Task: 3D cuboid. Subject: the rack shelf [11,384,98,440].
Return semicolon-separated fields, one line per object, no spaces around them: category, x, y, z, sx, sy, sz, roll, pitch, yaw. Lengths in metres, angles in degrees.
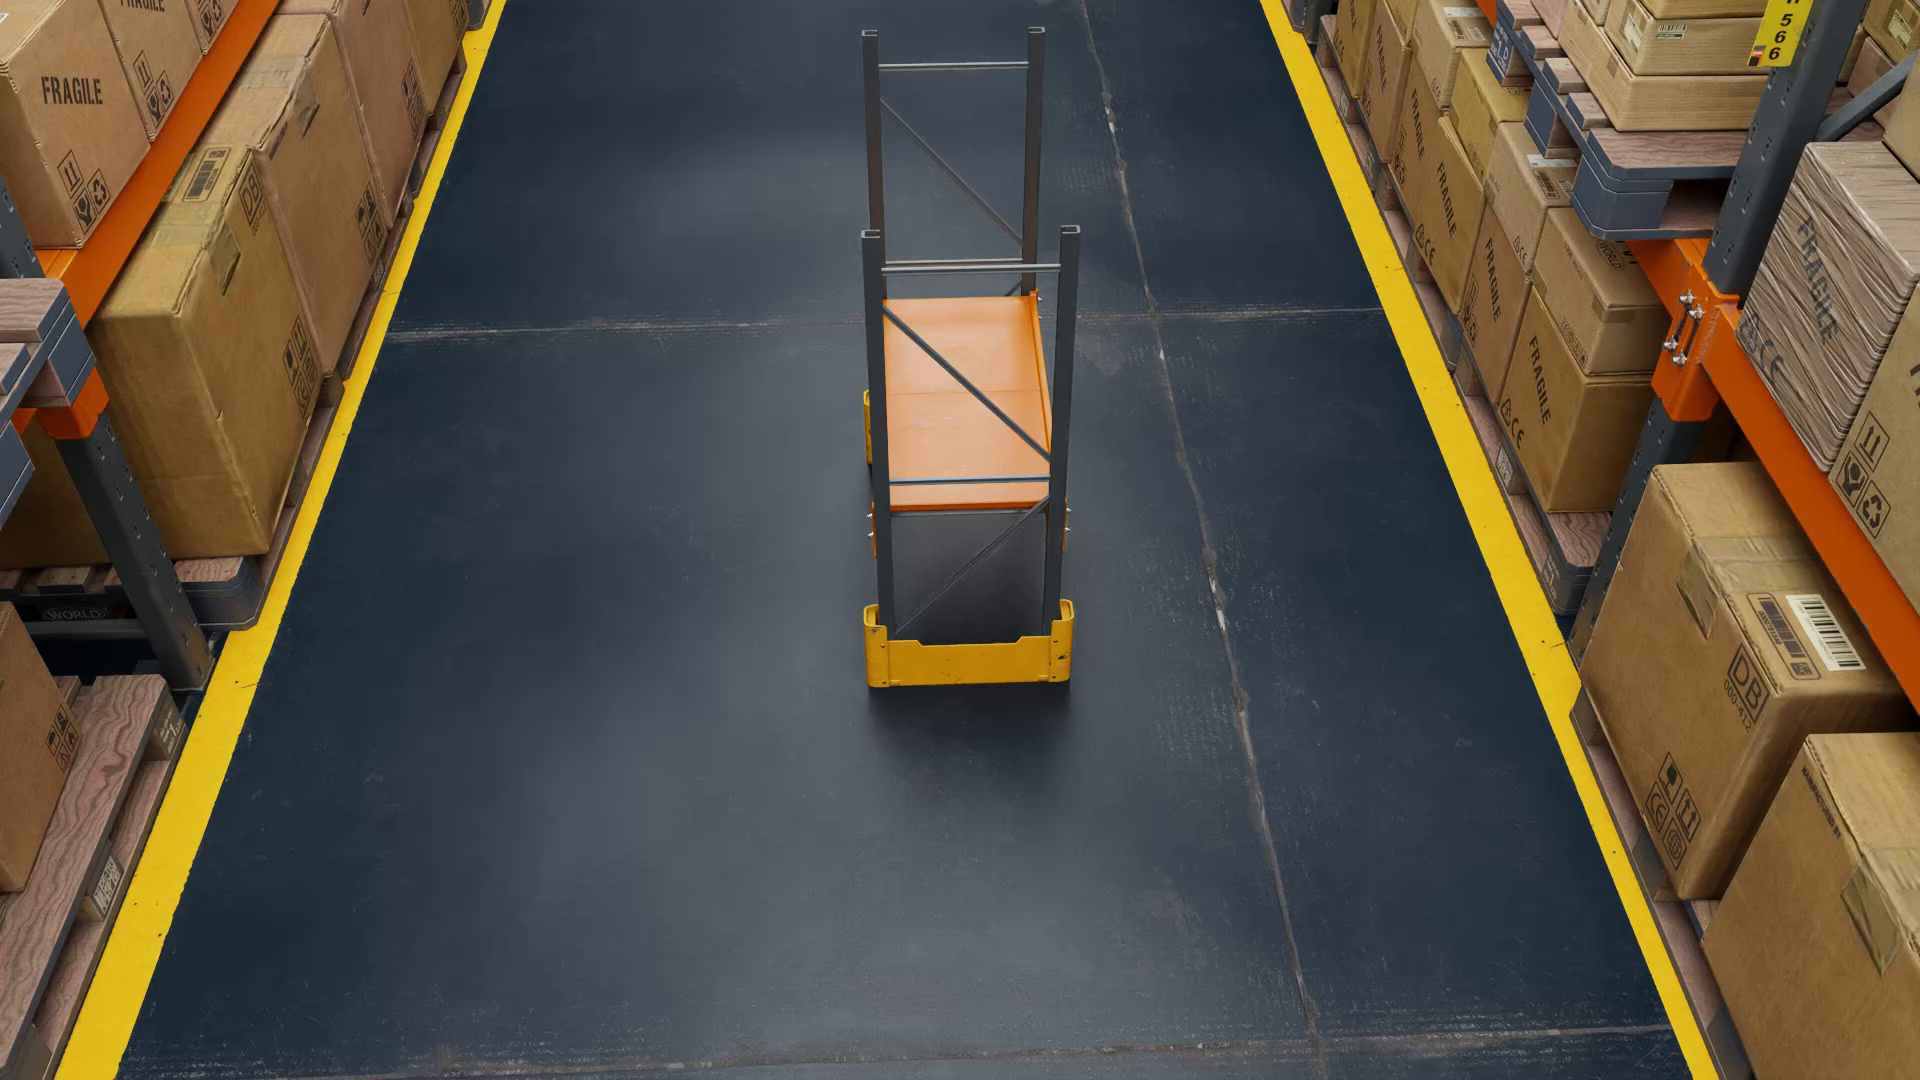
rack shelf;-2.585;0.922;2.556;1.077;0.370;4.000;-2;43;-2

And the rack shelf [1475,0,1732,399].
rack shelf;2.205;-1.852;5.583;1.077;0.370;4.000;-2;43;-2

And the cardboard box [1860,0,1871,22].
cardboard box;2.456;-1.454;4.272;0.380;0.149;0.250;0;43;0

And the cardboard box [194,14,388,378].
cardboard box;-2.709;-1.133;5.528;1.225;0.875;0.875;-2;43;-2

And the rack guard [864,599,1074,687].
rack guard;0.024;0.296;4.743;0.587;0.250;0.087;-2;43;-2

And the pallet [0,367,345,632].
pallet;-2.628;-0.200;5.312;1.003;0.211;1.213;-2;43;-2

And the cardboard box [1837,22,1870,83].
cardboard box;2.461;-1.319;4.344;0.380;0.149;0.250;0;43;0

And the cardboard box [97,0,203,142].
cardboard box;-2.443;-1.414;4.499;0.500;0.500;0.500;-3;43;-3

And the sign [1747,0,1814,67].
sign;1.748;-1.143;3.479;0.100;0.325;0.005;-2;43;-2

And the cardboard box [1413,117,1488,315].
cardboard box;1.943;-1.145;5.818;0.500;0.500;0.500;-3;43;-4

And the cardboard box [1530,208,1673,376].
cardboard box;1.999;-0.731;4.812;0.500;0.250;0.500;-3;43;-3

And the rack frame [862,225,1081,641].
rack frame;0.025;-0.152;4.306;0.500;1.500;0.032;-2;43;-2

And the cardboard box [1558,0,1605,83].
cardboard box;1.801;-1.317;4.342;0.380;0.149;0.250;-2;43;-2

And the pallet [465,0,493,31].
pallet;-2.794;-2.881;8.237;1.003;0.211;1.213;-2;43;-2

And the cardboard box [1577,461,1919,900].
cardboard box;2.226;0.321;4.034;1.050;0.750;0.750;-2;43;-2

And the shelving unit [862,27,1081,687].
shelving unit;0.003;-0.501;4.687;0.587;1.500;1.083;-2;43;-2

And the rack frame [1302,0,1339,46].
rack frame;2.120;-3.468;6.813;1.000;3.000;0.127;-2;43;-2

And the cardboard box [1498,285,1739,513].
cardboard box;2.000;-0.437;5.046;0.500;0.500;0.500;-2;43;-2

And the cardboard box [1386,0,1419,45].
cardboard box;1.912;-2.112;6.318;0.500;0.250;0.500;-1;43;-1

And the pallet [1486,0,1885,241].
pallet;2.153;-1.175;4.454;1.213;0.211;1.003;-2;43;-2

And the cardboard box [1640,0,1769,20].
cardboard box;1.811;-1.367;3.956;0.380;0.149;0.250;-3;43;-3

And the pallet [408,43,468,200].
pallet;-2.732;-1.847;7.109;1.003;0.211;1.213;-2;43;-2

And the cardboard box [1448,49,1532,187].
cardboard box;1.960;-1.415;5.559;0.500;0.250;0.500;-1;43;-1

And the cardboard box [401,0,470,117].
cardboard box;-2.793;-2.334;6.838;1.225;0.875;0.875;-2;43;-2

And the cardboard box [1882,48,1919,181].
cardboard box;2.299;-0.869;3.165;0.700;0.500;0.500;-2;43;-2

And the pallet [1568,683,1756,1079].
pallet;2.248;0.795;4.226;1.003;0.211;1.213;-2;43;-2

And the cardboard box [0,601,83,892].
cardboard box;-2.622;0.518;3.990;0.700;0.500;0.500;-4;43;-4

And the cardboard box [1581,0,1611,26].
cardboard box;1.801;-1.440;4.256;0.380;0.149;0.250;0;43;0

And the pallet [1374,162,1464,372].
pallet;2.209;-1.089;6.281;1.003;0.211;1.213;-2;43;-2

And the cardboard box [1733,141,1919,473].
cardboard box;2.039;-0.493;3.494;0.500;0.500;0.500;-1;43;-1

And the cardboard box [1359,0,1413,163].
cardboard box;1.910;-1.837;6.574;0.500;0.500;0.500;0;43;0
